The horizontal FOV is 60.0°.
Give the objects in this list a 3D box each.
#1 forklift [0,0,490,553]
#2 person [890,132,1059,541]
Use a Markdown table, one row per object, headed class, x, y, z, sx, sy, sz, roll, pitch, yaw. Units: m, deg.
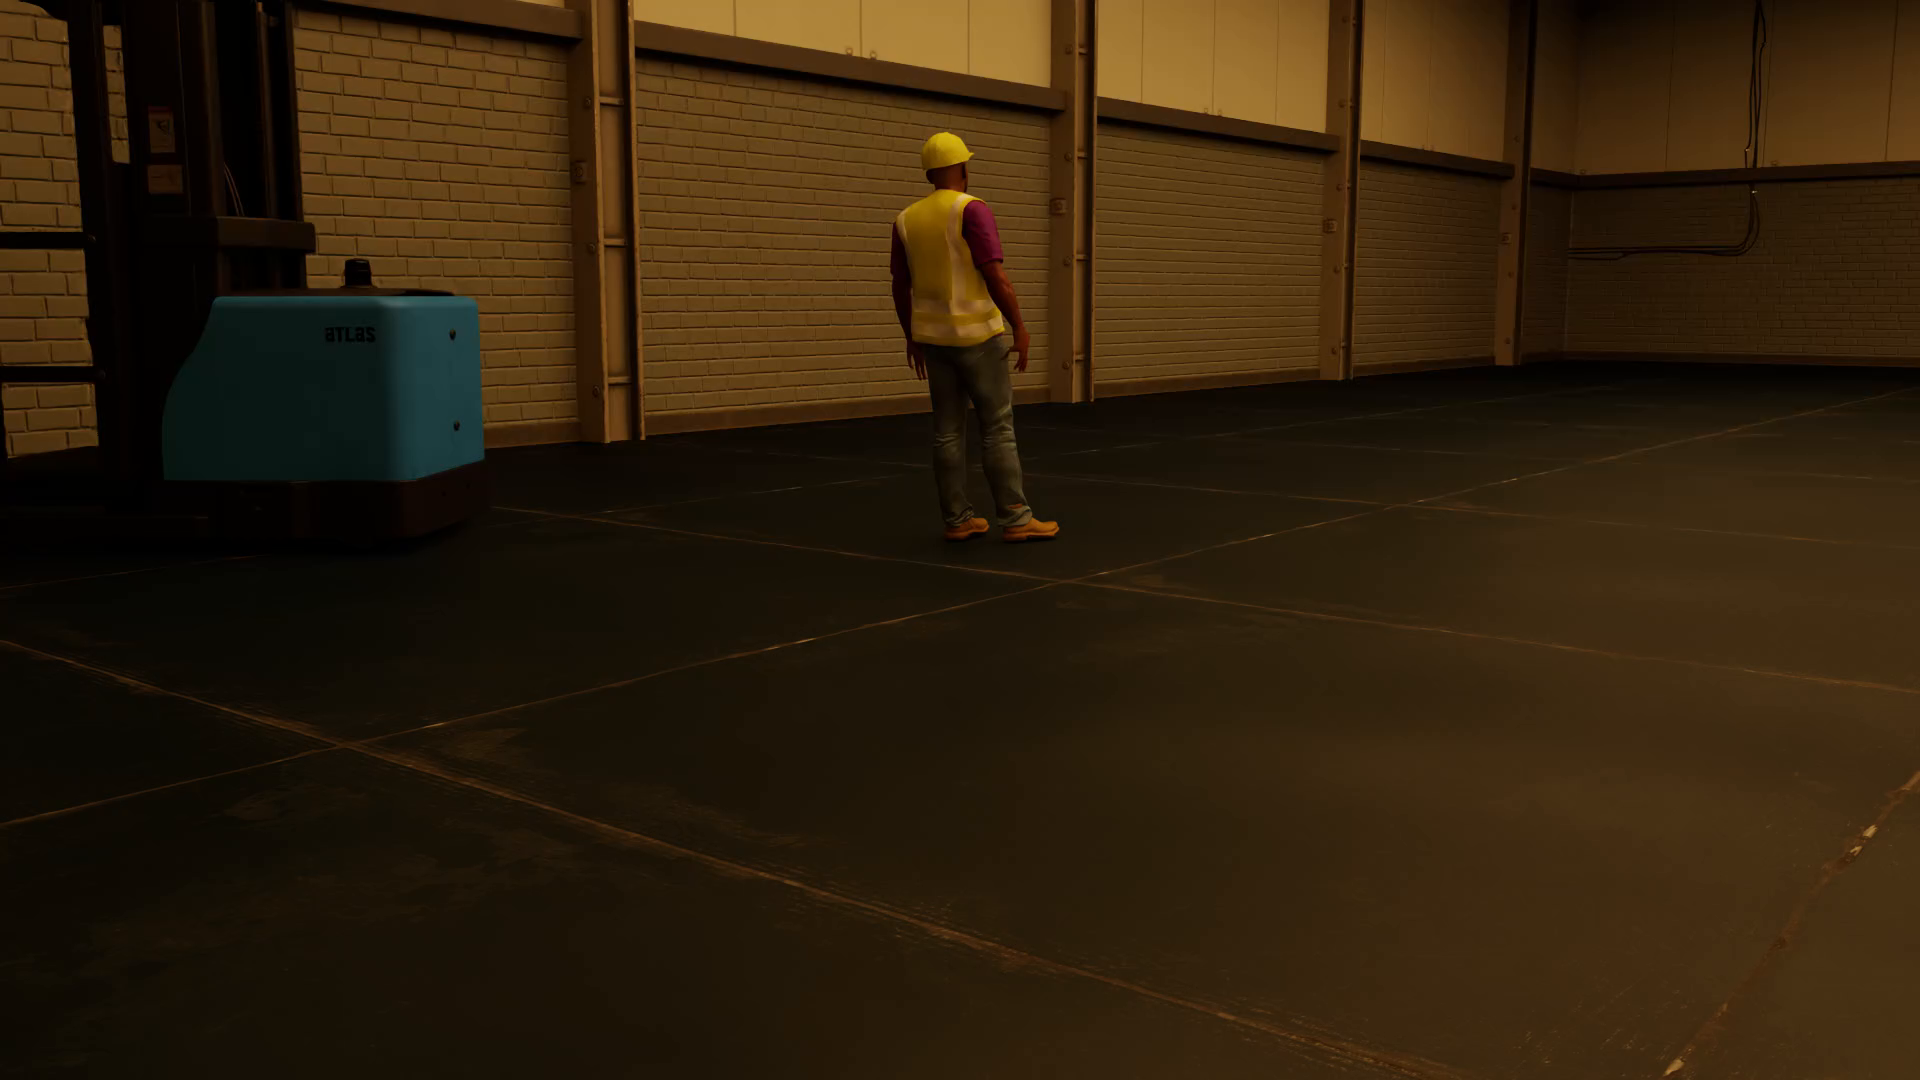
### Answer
| class | x | y | z | sx | sy | sz | roll | pitch | yaw |
| --- | --- | --- | --- | --- | --- | --- | --- | --- | --- |
| forklift | -3.763 | -1.470 | 7.327 | 3.031 | 2.935 | 1.130 | 0 | 8 | 3 |
| person | 0.048 | -0.888 | 7.326 | 0.666 | 1.765 | 0.577 | 7 | 11 | 38 |
